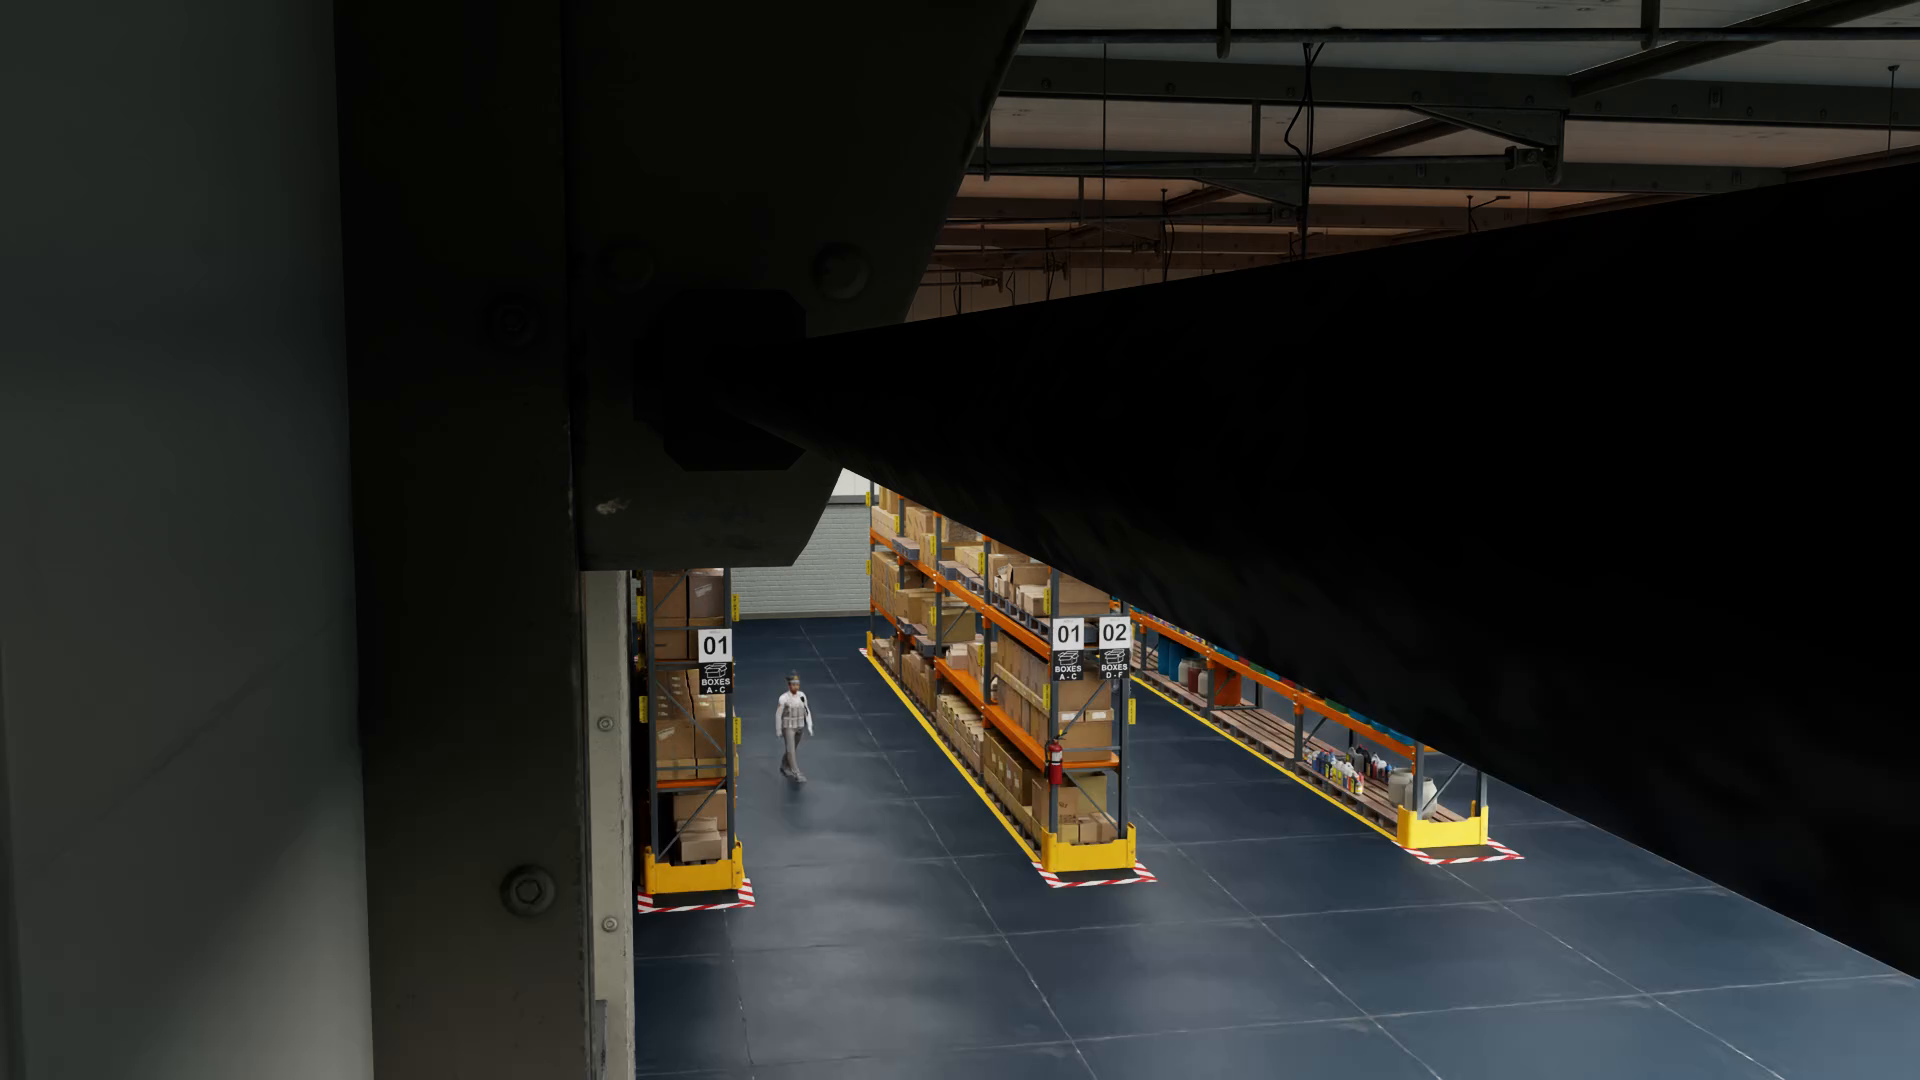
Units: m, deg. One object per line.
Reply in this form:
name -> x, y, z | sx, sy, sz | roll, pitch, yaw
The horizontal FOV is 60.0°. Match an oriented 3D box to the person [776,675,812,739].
person -> 8.086, 1.564, 34.687 | 28.842, 1.000, 1.044 | -5, 8, -40

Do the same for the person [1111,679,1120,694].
person -> 3.051, 2.159, 32.218 | 0.519, 1.680, 0.373 | -5, 8, -41
